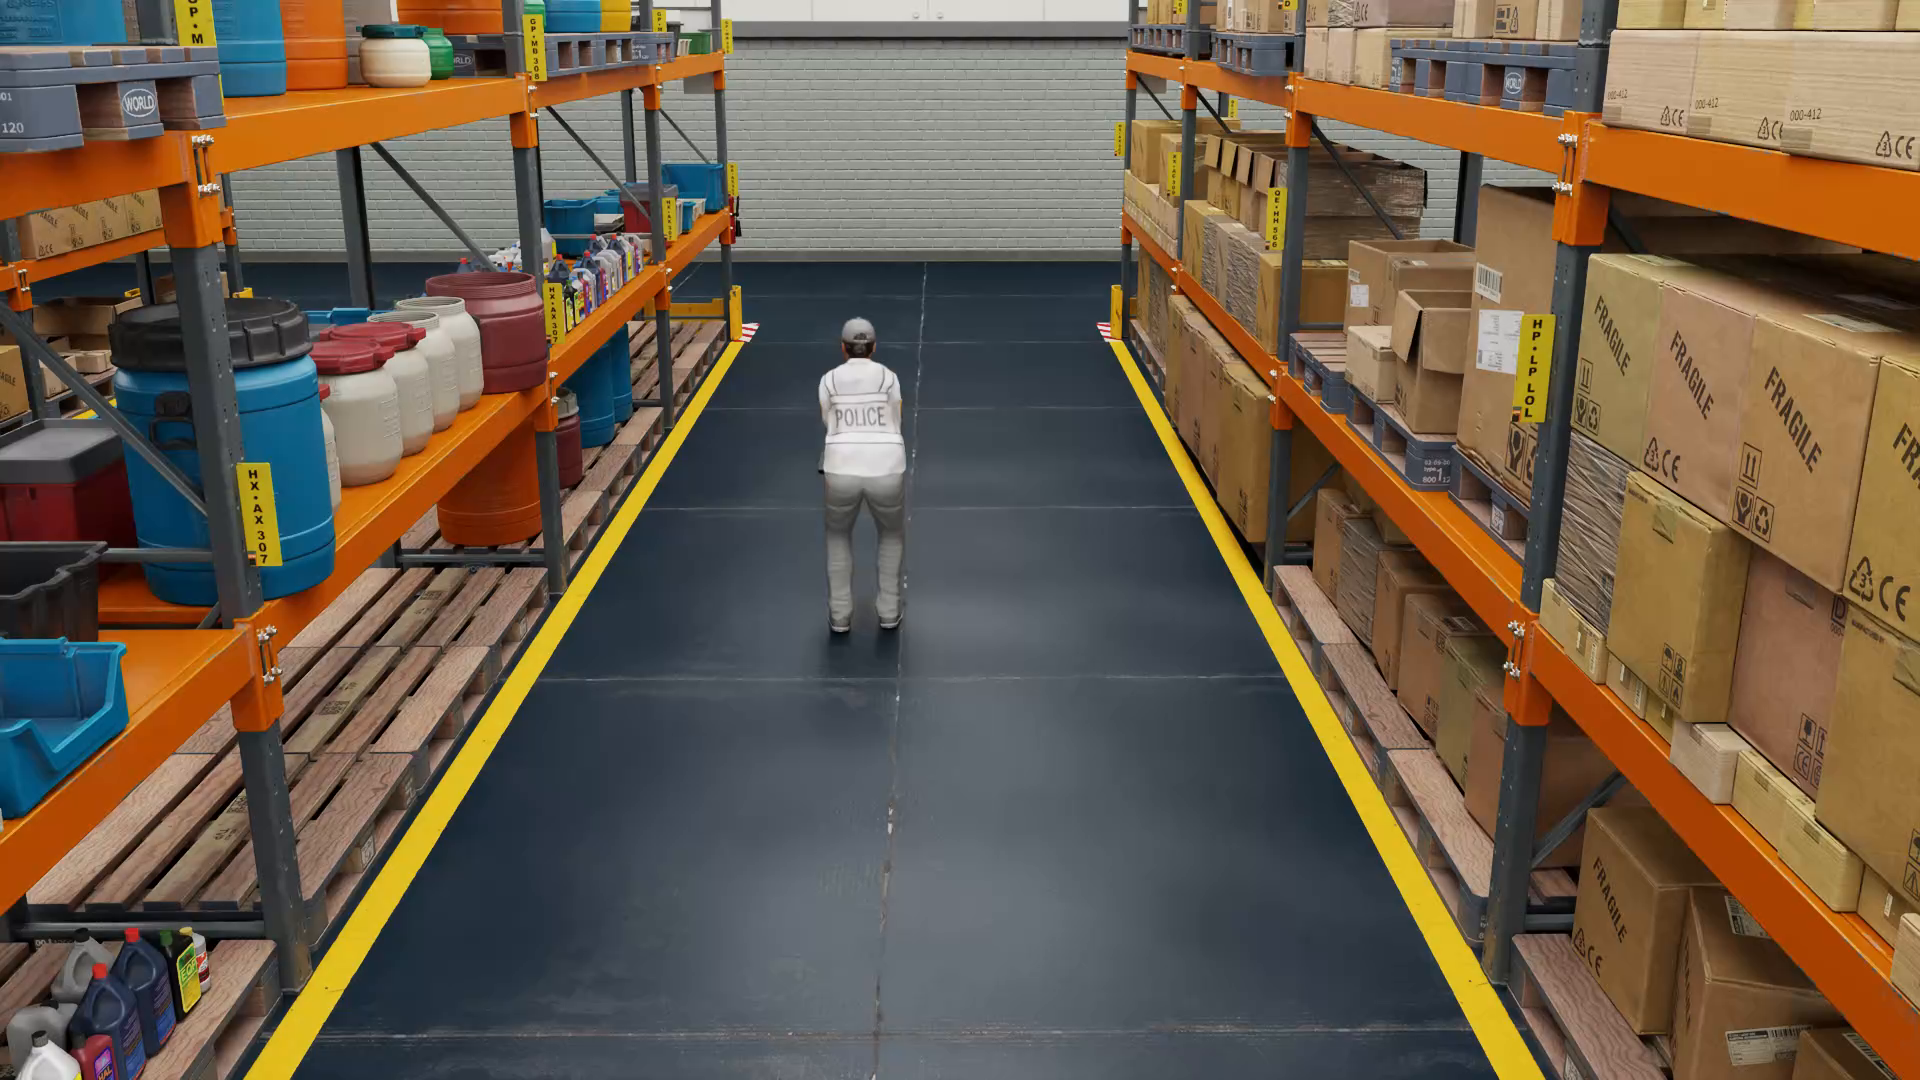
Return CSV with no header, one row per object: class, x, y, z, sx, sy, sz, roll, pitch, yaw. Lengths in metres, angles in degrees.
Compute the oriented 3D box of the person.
person,-0.508,-0.336,8.686,0.452,1.638,0.582,-1,17,-2
